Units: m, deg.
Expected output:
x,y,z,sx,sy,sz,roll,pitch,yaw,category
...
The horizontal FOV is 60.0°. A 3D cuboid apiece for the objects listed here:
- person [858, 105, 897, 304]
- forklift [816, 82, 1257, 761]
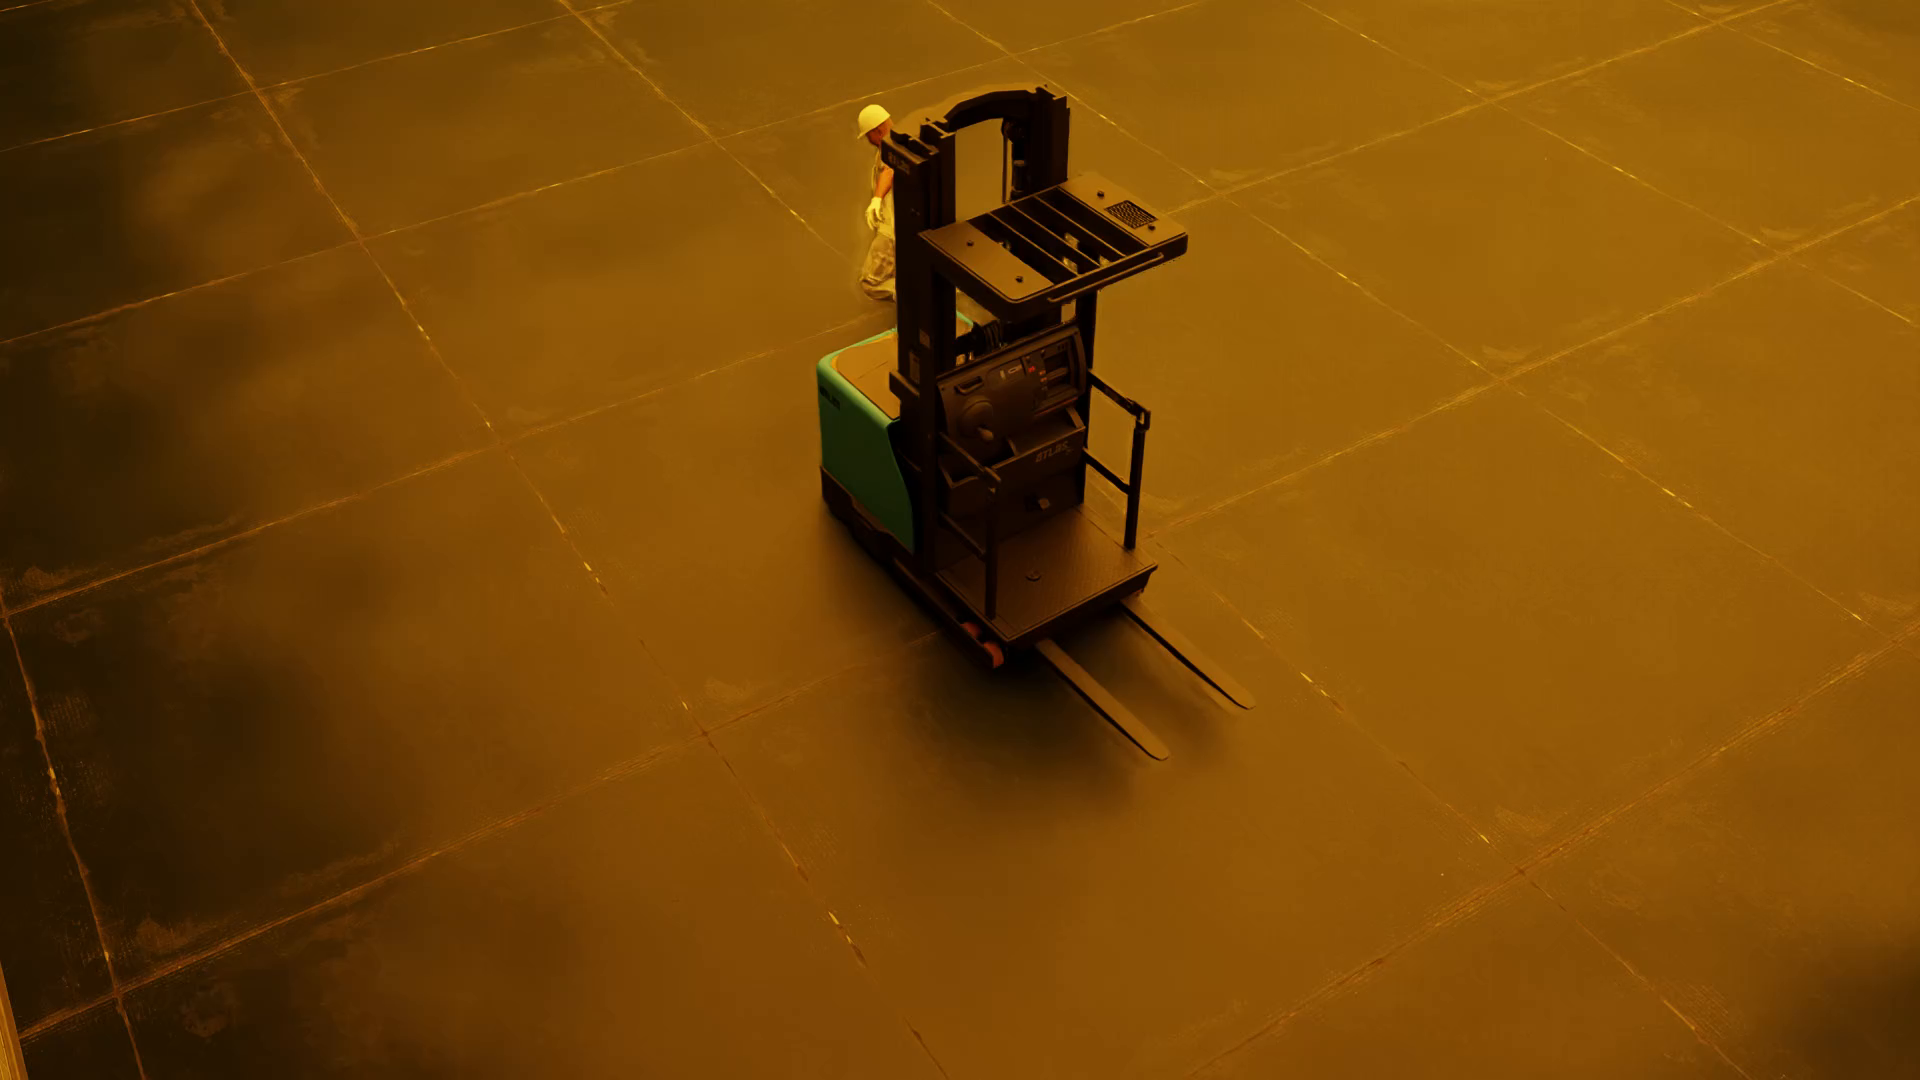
x,y,z,sx,sy,sz,roll,pitch,yaw,category
-0.470,-2.139,11.395,0.727,1.533,1.240,18,44,20,person
0.411,-0.747,8.725,1.130,2.935,3.031,-25,47,-26,forklift
